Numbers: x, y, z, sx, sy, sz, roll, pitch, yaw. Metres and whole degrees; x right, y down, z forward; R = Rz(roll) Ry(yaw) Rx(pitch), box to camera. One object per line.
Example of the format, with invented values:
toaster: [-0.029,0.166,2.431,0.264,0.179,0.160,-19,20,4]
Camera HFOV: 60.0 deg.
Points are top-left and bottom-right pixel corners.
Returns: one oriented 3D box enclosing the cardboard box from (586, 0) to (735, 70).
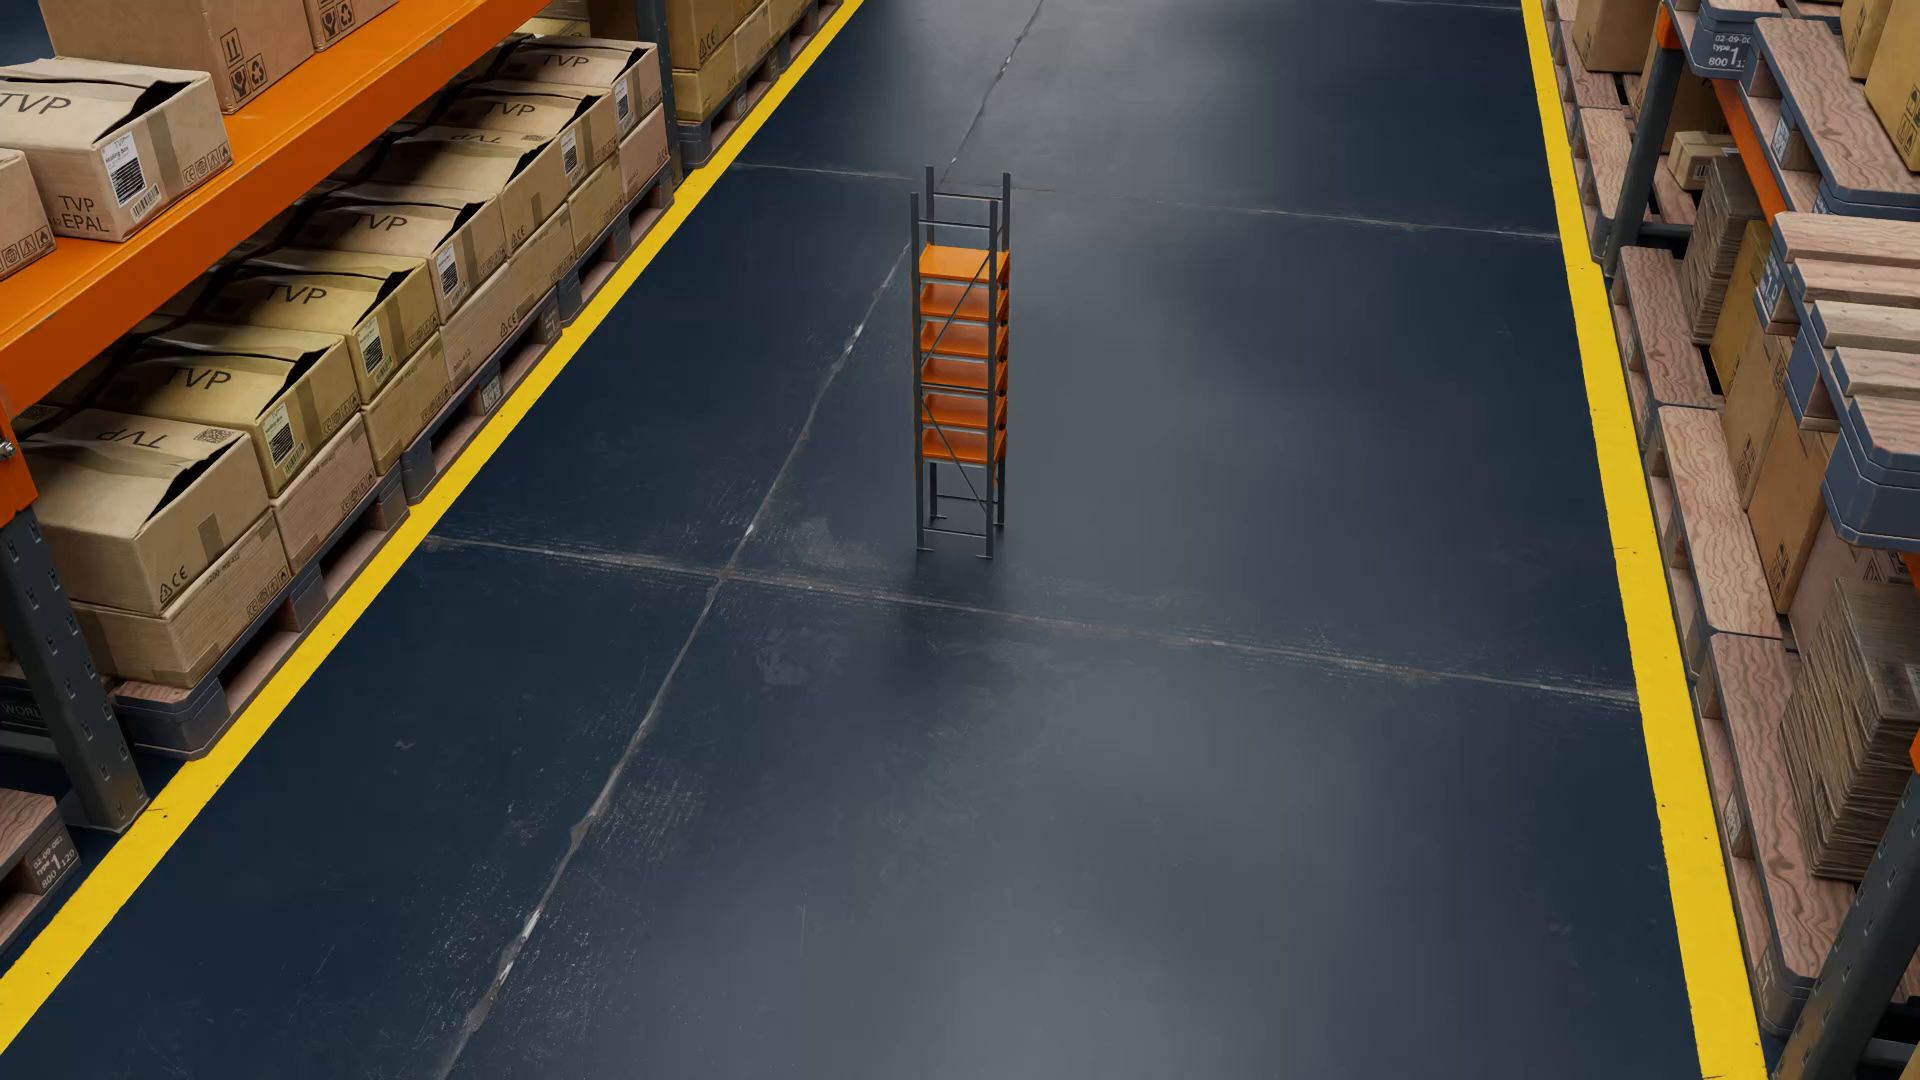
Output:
cardboard box: [-1.338,-2.441,7.408,0.500,0.500,0.500,7,37,10]

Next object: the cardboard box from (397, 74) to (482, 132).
cardboard box: [-2.186,-1.646,6.472,0.500,0.311,0.500,7,37,9]

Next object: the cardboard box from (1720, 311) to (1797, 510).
cardboard box: [2.747,-0.387,4.983,0.700,0.500,0.500,8,37,10]

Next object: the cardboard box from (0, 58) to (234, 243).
cardboard box: [-2.217,-1.013,4.168,0.500,0.311,0.500,7,37,9]

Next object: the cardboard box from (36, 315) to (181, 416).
cardboard box: [-2.621,-0.475,4.856,0.500,0.311,0.500,7,36,9]

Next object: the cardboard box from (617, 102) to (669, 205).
cardboard box: [-1.548,-1.637,6.937,0.500,0.250,0.500,7,37,10]

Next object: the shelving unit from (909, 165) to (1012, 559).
shelving unit: [0.003,-0.494,4.909,0.258,1.200,0.189,7,37,10]

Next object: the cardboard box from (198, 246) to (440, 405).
cardboard box: [-1.983,-0.702,5.170,0.500,0.311,0.500,6,36,9]

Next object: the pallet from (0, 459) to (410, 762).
pallet: [-2.383,0.101,4.930,1.003,0.211,1.213,7,37,10]

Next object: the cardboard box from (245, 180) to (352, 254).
cardboard box: [-2.402,-1.051,5.651,0.500,0.311,0.500,8,37,11]

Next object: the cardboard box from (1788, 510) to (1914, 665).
cardboard box: [2.569,0.192,4.184,0.700,0.500,0.500,7,37,10]

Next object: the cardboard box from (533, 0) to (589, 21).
cardboard box: [-1.739,-2.793,7.894,0.500,0.500,0.500,7,37,10]

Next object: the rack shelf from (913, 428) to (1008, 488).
rack shelf: [0.003,-0.264,5.076,0.258,0.103,0.180,7,37,10]

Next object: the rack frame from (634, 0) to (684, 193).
rack frame: [-1.743,-2.854,6.632,1.000,3.000,0.127,7,37,10]

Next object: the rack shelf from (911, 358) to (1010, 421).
rack shelf: [0.003,-0.458,4.935,0.258,0.103,0.180,7,37,10]

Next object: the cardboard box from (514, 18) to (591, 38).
cardboard box: [-1.857,-2.204,7.720,0.500,0.250,0.500,7,37,10]

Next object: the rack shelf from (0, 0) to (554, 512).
rack shelf: [-2.170,-1.416,5.261,1.077,0.370,4.000,7,37,10]

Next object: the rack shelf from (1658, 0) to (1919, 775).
rack shelf: [2.670,-0.797,4.407,1.077,0.370,4.000,7,37,10]

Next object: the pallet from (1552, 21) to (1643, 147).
pallet: [3.465,-2.197,8.102,1.003,0.211,1.213,7,37,10]

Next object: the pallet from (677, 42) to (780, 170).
pallet: [-1.532,-2.176,8.072,1.003,0.211,1.213,7,37,10]

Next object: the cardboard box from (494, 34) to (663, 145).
cardboard box: [-1.549,-1.870,6.781,0.500,0.311,0.500,7,37,10]

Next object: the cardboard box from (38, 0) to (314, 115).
cardboard box: [-2.255,-1.565,4.768,0.500,0.500,0.500,5,36,7]

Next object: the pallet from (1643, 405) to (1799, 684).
pallet: [2.674,0.042,5.012,1.003,0.211,1.213,7,37,10]

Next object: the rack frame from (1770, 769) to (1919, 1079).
rack frame: [2.243,0.058,2.614,1.000,3.000,0.127,7,37,10]

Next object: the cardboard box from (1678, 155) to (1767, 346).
cardboard box: [2.956,-0.977,5.797,0.700,0.500,0.500,9,37,12]

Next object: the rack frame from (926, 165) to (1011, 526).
rack frame: [0.023,-0.547,4.982,0.240,1.200,0.006,7,37,10]

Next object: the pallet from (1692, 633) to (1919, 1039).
pallet: [2.411,0.739,4.050,1.003,0.211,1.213,7,37,10]

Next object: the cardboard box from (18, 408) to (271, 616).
cardboard box: [-2.198,-0.108,4.350,0.500,0.311,0.500,9,37,12]

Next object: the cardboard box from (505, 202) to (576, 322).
cardboard box: [-1.767,-1.054,6.133,0.500,0.250,0.500,8,37,11]

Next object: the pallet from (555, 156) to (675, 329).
pallet: [-1.862,-1.298,6.861,1.003,0.211,1.213,7,37,10]

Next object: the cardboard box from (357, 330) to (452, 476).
cardboard box: [-1.987,-0.468,5.325,0.500,0.250,0.500,6,36,9]

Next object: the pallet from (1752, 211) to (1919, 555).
pallet: [2.291,-0.286,3.252,1.213,0.211,1.003,7,37,10]

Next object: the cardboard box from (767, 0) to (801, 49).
cardboard box: [-1.124,-2.711,8.419,0.500,0.250,0.500,7,37,10]

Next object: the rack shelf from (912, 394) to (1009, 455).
rack shelf: [0.003,-0.361,5.006,0.258,0.103,0.180,7,37,10]

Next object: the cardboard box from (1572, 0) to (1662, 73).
cardboard box: [3.389,-2.568,7.992,0.700,0.500,0.500,5,36,7]

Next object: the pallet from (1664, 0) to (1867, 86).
pallet: [2.792,-1.738,5.255,1.003,0.211,1.213,7,37,10]

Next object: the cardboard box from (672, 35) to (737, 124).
cardboard box: [-1.348,-2.139,7.630,0.500,0.250,0.500,7,37,10]

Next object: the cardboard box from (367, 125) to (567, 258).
cardboard box: [-1.763,-1.285,5.974,0.500,0.311,0.500,7,37,10]

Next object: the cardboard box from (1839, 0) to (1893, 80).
cardboard box: [2.719,-1.465,4.256,0.700,0.500,0.500,12,38,16]

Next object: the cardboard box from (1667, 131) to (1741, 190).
cardboard box: [3.182,-1.577,6.909,0.380,0.166,0.250,3,36,4]

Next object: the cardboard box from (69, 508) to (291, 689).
cardboard box: [-2.198,0.119,4.515,0.500,0.250,0.500,7,37,10]
